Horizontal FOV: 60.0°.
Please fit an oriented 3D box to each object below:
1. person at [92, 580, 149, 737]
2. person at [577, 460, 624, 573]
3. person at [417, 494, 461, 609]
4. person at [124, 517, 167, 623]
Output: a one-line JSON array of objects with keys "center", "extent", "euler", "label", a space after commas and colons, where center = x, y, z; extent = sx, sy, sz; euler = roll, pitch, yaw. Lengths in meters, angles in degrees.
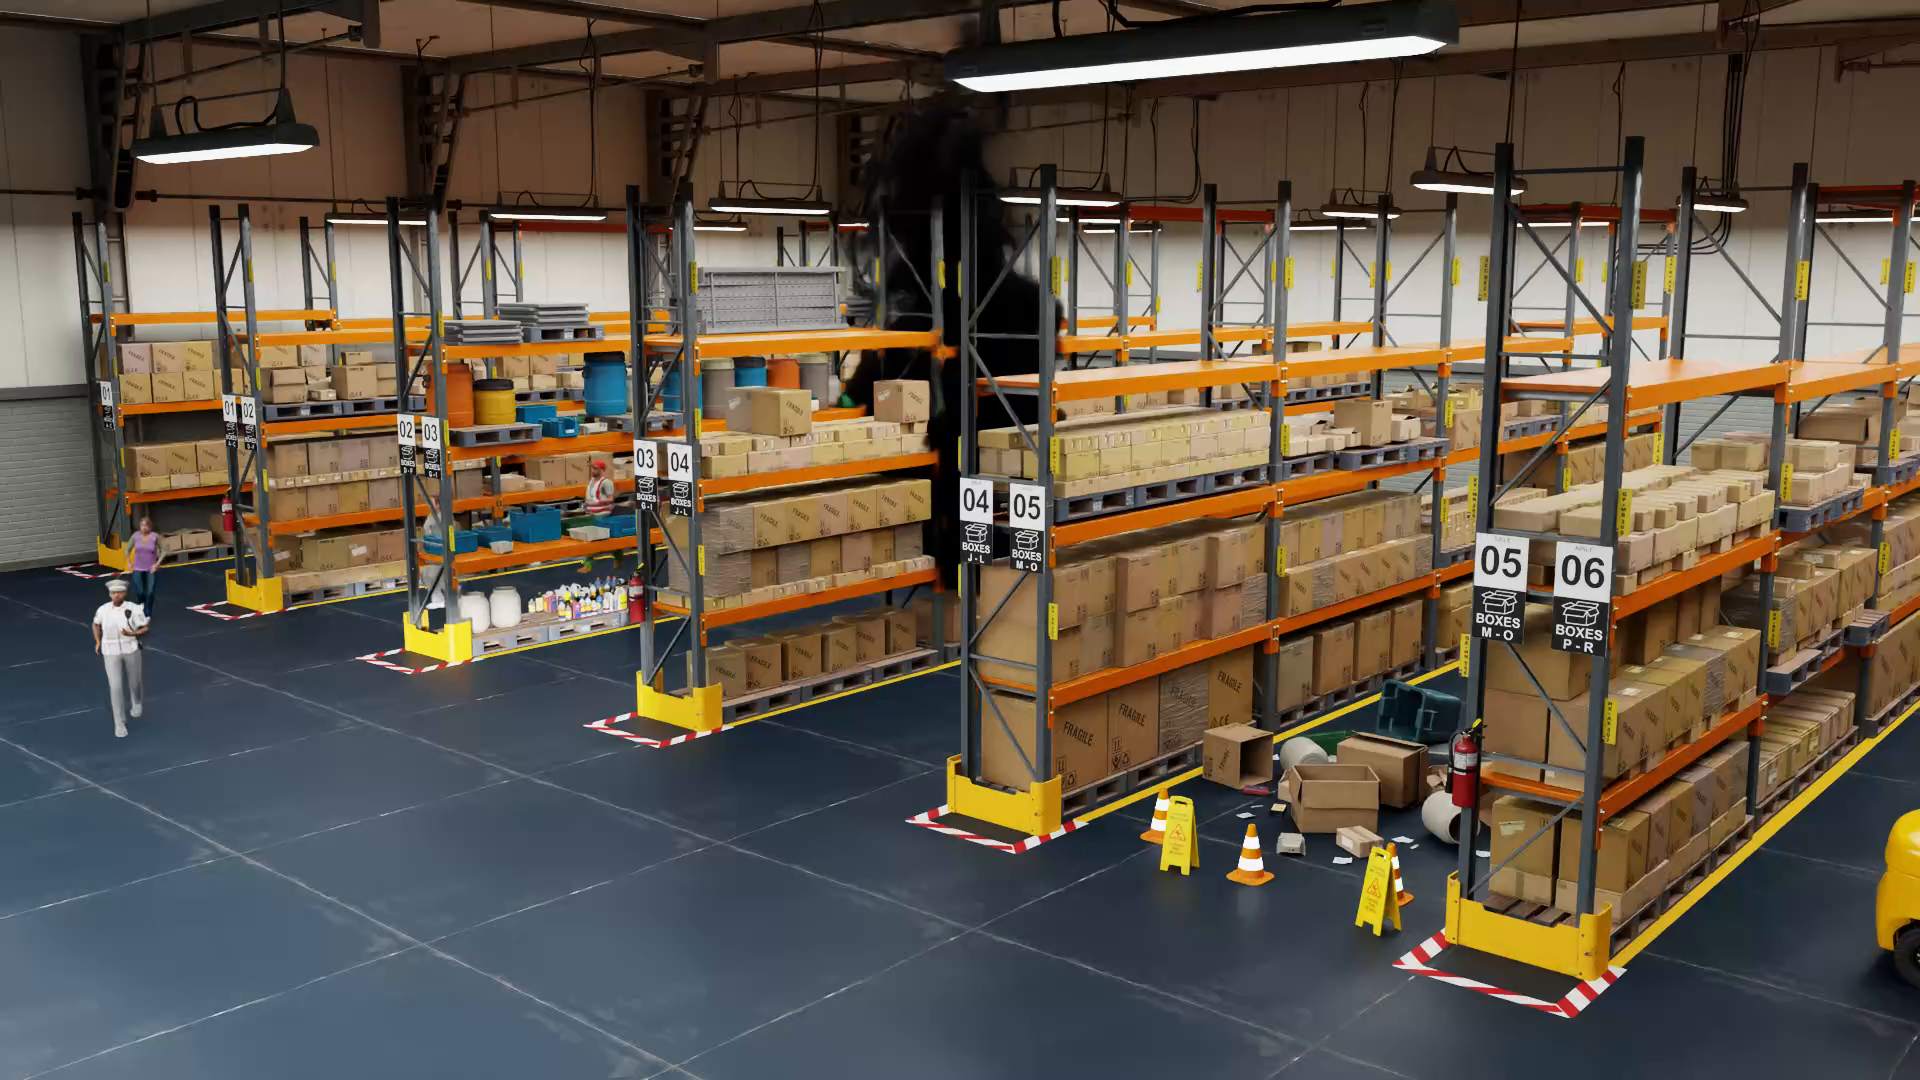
[{"center": [-9.321, 1.258, 18.482], "extent": [0.557, 1.684, 0.941], "euler": [-4, 10, -24], "label": "person"}, {"center": [-5.737, -0.372, 26.341], "extent": [0.667, 1.798, 0.897], "euler": [6, 11, 34], "label": "person"}, {"center": [-7.400, 0.154, 23.633], "extent": [0.609, 1.633, 0.536], "euler": [7, 12, 36], "label": "person"}, {"center": [-11.751, 0.429, 24.035], "extent": [0.551, 1.547, 0.470], "euler": [-5, 10, -25], "label": "person"}]
